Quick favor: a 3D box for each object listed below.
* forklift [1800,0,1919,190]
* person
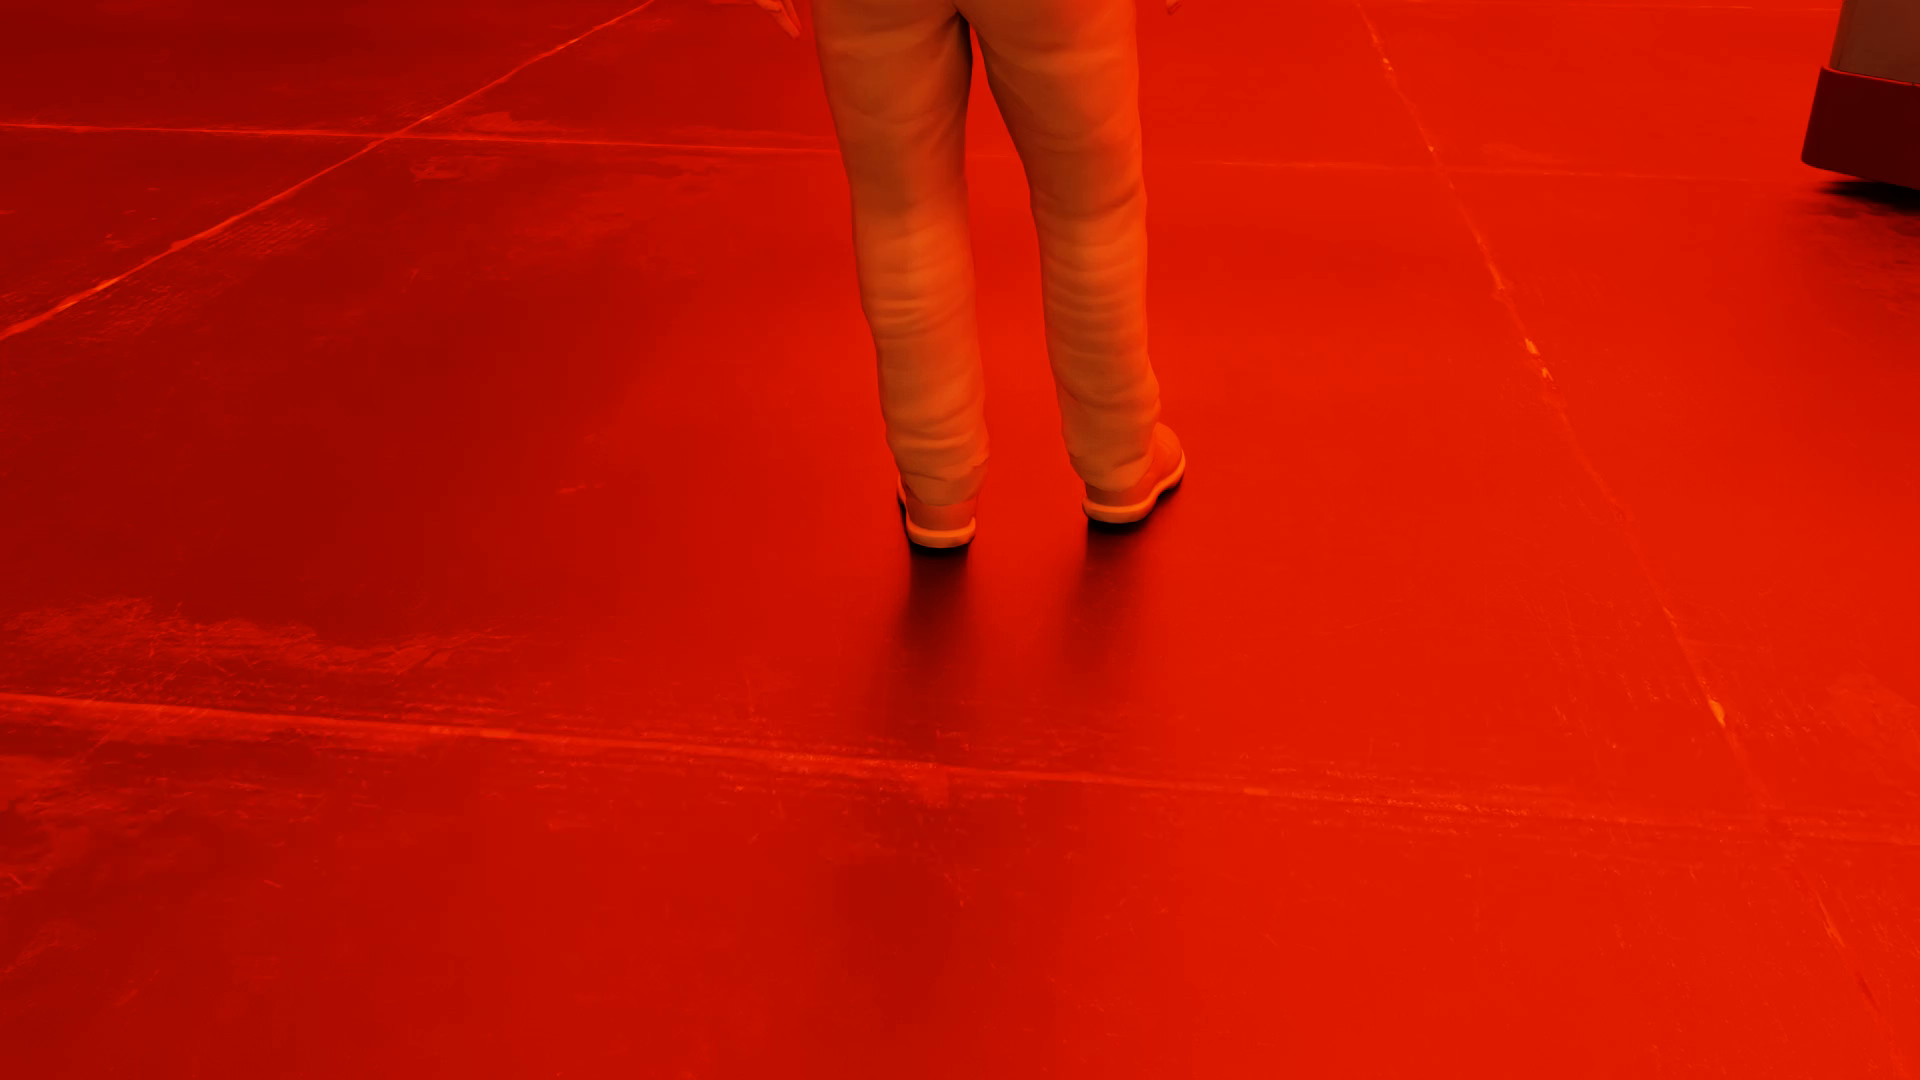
[{"bbox_3d":[3.680,-2.413,4.054,3.031,2.935,1.130,-17,31,-30],"label":"forklift"},{"bbox_3d":[0.022,-0.838,2.167,0.641,1.780,0.574,3,27,7],"label":"person"}]
